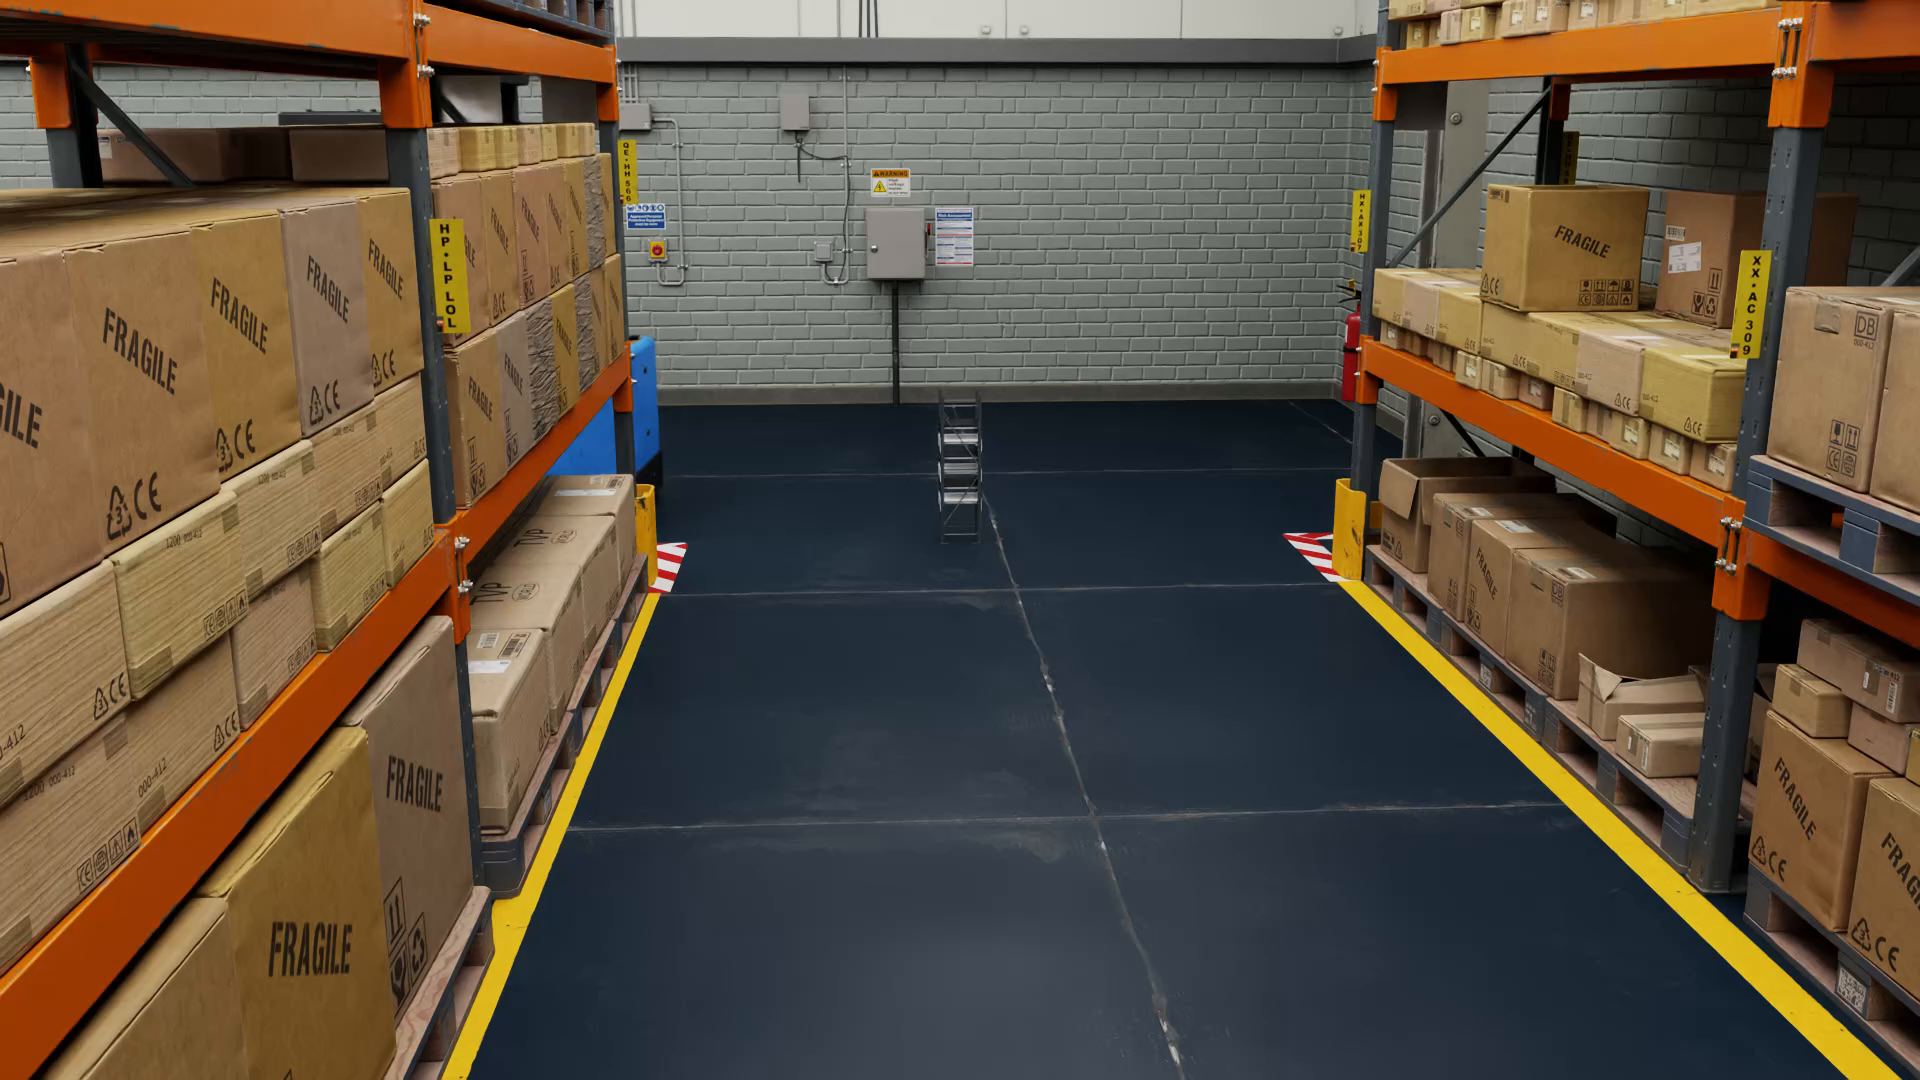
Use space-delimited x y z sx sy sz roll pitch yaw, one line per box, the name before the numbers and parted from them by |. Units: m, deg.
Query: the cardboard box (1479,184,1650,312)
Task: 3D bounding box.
cardboard box | 2.544 -1.243 7.037 0.500 0.500 0.500 -1 14 -2

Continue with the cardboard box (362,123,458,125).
cardboard box | -2.527 -1.845 7.667 0.380 0.149 0.250 0 14 -2

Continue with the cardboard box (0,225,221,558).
cardboard box | -1.638 -0.268 2.842 0.500 0.500 0.500 -1 14 -3

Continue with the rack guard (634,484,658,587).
rack guard | -2.263 -0.016 9.087 1.175 0.500 0.348 -1 14 -3

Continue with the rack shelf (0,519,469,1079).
rack shelf | -1.890 0.620 3.042 1.077 0.370 4.000 -1 14 -3

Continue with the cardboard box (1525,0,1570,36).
cardboard box | 2.498 -2.102 6.661 0.380 0.149 0.250 -1 14 -2

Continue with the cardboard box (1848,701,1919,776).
cardboard box | 2.791 0.550 4.740 0.380 0.149 0.250 -1 14 -5

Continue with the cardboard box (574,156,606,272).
cardboard box | -1.933 -1.508 7.660 0.500 0.500 0.500 -1 14 -3

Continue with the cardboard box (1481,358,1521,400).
cardboard box | 2.505 -0.705 7.249 0.380 0.149 0.250 -1 14 -2

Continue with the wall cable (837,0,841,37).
wall cable | -2.145 -5.548 13.529 2.355 3.000 0.029 -1 14 -3

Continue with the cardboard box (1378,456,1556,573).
cardboard box | 2.635 -0.139 8.716 0.797 0.503 0.637 -1 15 -6

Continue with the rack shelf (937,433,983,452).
rack shelf | -0.001 -0.580 9.886 0.258 0.077 0.200 -1 14 -3

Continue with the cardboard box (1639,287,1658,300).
cardboard box | 3.042 -1.008 7.629 0.500 0.250 0.500 0 14 -2

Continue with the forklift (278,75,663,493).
forklift | -3.520 -1.623 10.453 3.031 2.935 1.130 0 14 1

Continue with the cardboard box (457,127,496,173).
cardboard box | -1.819 -1.345 5.724 0.380 0.149 0.250 -1 14 -4

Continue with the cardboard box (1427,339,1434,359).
cardboard box | 2.551 -0.964 8.256 0.380 0.149 0.250 -1 14 -4

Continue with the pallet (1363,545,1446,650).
pallet | 2.747 0.269 8.557 1.003 0.211 1.213 -1 14 -3

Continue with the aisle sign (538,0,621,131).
aisle sign | -1.957 -2.503 8.517 0.394 0.787 0.004 -1 14 -3

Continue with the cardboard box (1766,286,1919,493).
cardboard box | 2.747 -0.432 4.642 0.700 0.500 0.500 -1 14 -2

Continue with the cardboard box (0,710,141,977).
cardboard box | -1.622 0.458 2.529 0.500 0.250 0.500 0 14 -2

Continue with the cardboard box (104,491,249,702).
cardboard box | -1.619 0.090 2.954 0.500 0.250 0.500 -1 14 -2

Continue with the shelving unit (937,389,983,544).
shelving unit | -0.001 -0.438 9.922 0.258 0.900 0.210 -1 14 -3

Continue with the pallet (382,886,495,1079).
pallet | -1.891 1.315 4.492 1.003 0.211 1.213 -1 14 -3

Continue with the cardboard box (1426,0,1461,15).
cardboard box | 2.499 -2.582 7.726 0.500 0.250 0.500 -1 14 -2

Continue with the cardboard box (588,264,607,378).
cardboard box | -1.952 -1.029 7.803 0.500 0.500 0.500 -1 14 -5

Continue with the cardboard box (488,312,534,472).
cardboard box | -1.809 -0.521 5.829 0.500 0.500 0.500 -1 14 -3

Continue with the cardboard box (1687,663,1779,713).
cardboard box | 3.108 0.598 6.562 0.380 0.149 0.250 -1 14 -4

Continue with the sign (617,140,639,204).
sign | -1.719 -1.901 8.598 0.100 0.325 0.005 -1 14 -3

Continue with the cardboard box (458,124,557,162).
cardboard box | -1.906 -1.665 6.969 0.380 0.149 0.250 -1 14 -2

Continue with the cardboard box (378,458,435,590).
cardboard box | -1.735 -0.046 4.486 0.500 0.250 0.500 -1 14 -5

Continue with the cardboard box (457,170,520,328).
cardboard box | -1.827 -1.007 5.712 0.500 0.500 0.500 -1 14 -4

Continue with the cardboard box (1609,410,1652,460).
cardboard box | 2.590 -0.386 6.012 0.380 0.149 0.250 -1 14 -2

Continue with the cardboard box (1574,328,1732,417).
cardboard box | 2.619 -0.622 6.130 0.500 0.250 0.500 -1 14 -3

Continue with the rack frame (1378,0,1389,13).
rack frame | 2.692 -4.204 8.306 1.000 3.000 0.127 -1 14 -3

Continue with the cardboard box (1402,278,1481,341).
cardboard box | 2.483 -1.128 8.093 0.500 0.250 0.500 -1 14 -3

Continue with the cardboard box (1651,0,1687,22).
cardboard box | 2.603 -1.848 5.672 0.380 0.149 0.250 0 14 -2

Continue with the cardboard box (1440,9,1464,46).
cardboard box | 2.434 -2.354 7.641 0.380 0.149 0.250 -1 14 -2

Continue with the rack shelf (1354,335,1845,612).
rack shelf | 2.816 -0.453 7.210 1.077 0.370 4.000 -1 14 -3

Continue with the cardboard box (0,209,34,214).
cardboard box | -2.186 -0.394 3.331 0.500 0.500 0.500 -1 14 -5

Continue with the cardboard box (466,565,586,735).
cardboard box | -2.002 0.431 6.631 0.875 0.438 0.875 -1 14 -5

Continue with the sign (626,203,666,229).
sign | -2.687 -2.768 14.224 0.327 0.218 0.001 -1 14 -3

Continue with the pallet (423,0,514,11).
pallet | -2.054 -1.840 5.315 1.003 0.211 1.213 -1 14 -3

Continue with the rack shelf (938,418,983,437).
rack shelf | -0.001 -0.667 9.863 0.258 0.077 0.200 -1 14 -3

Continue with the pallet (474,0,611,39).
pallet | -2.206 -2.446 7.673 1.003 0.211 1.213 -1 14 -3

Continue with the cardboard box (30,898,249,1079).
cardboard box | -1.777 1.199 2.767 0.875 0.875 0.875 -1 14 -3
